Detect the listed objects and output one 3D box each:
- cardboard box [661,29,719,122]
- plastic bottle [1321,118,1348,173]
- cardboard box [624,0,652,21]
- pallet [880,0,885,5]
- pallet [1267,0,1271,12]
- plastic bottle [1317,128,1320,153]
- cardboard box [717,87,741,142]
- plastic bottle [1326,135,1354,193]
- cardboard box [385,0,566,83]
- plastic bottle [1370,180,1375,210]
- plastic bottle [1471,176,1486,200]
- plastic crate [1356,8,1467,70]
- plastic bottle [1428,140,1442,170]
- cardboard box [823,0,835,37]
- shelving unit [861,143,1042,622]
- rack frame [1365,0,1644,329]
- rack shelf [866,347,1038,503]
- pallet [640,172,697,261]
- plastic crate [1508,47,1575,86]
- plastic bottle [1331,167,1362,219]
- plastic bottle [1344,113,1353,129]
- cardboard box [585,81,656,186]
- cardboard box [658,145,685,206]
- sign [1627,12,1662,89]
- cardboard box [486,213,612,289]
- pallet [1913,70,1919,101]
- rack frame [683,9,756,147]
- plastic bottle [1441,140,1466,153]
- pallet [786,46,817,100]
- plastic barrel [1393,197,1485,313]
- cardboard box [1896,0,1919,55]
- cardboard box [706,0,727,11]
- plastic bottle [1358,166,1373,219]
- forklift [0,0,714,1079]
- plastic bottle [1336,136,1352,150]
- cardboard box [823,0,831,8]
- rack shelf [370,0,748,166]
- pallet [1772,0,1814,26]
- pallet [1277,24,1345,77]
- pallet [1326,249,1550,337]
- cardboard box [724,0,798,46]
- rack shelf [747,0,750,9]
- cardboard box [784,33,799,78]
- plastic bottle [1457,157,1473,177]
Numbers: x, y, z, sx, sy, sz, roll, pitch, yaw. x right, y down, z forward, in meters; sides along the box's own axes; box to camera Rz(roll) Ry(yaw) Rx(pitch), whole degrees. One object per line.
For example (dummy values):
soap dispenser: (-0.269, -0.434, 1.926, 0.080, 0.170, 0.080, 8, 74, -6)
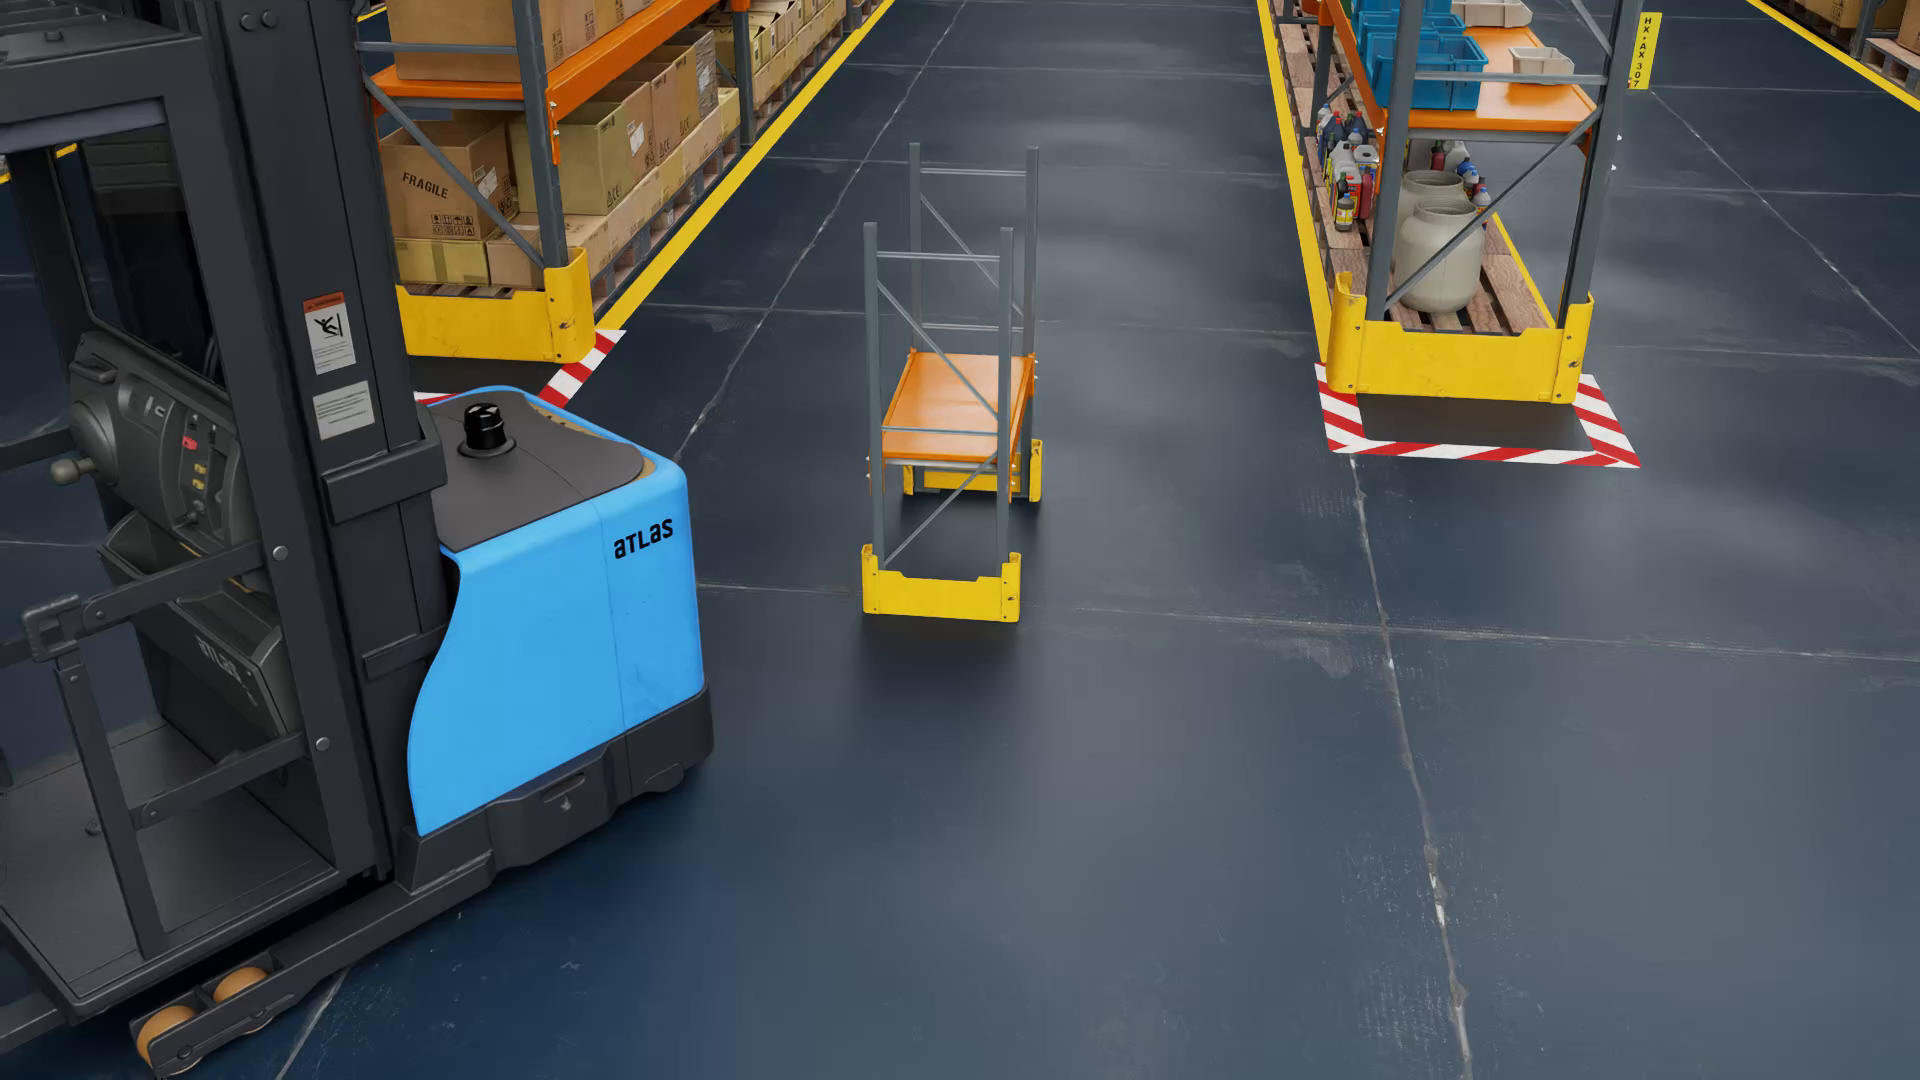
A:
cardboard box: (-1.905, -3.057, 10.926, 0.500, 0.500, 0.500, 3, 28, 6)
plastic bottle: (2.389, -2.511, 10.577, 0.144, 0.351, 0.185, 2, 28, 4)
cardboard box: (-2.226, -3.327, 9.657, 0.700, 0.500, 0.500, 4, 29, 8)
pallet: (-1.221, -5.795, 17.284, 1.003, 0.211, 1.213, 3, 28, 6)
pallet: (3.621, -5.529, 16.791, 1.003, 0.211, 1.213, 3, 28, 6)
plastic bottle: (2.424, -2.670, 11.029, 0.097, 0.201, 0.097, 0, 28, 0)
cardboard box: (-1.832, -2.961, 11.540, 0.500, 0.250, 0.500, 3, 28, 6)
plastic bottle: (2.337, -2.311, 10.206, 0.144, 0.351, 0.185, 3, 28, 6)
cardboard box: (-2.413, -2.598, 8.304, 0.700, 0.500, 0.500, 3, 28, 6)
plastic bottle: (2.424, -2.081, 9.936, 0.097, 0.201, 0.097, 0, 28, 0)
plastic bottle: (3.010, -1.984, 9.670, 0.061, 0.283, 0.133, 4, 29, 7)
plastic crate: (2.283, -2.538, 8.455, 0.499, 0.251, 0.408, 3, 28, 6)
plastic bottle: (2.962, -2.357, 10.363, 0.061, 0.283, 0.133, 3, 28, 6)
cardboard box: (-1.384, -4.570, 14.527, 0.500, 0.250, 0.500, 3, 28, 6)
shelving unit: (-0.009, -0.624, 6.328, 0.587, 1.500, 1.083, 3, 28, 6)
rack frame: (2.433, -2.045, 7.384, 1.000, 3.000, 0.127, 3, 28, 6)
rack shelf: (-0.010, -0.462, 6.405, 0.538, 0.185, 1.000, 3, 28, 6)
pallet: (-2.278, -2.042, 10.318, 1.003, 0.211, 1.213, 3, 28, 6)
plastic crate: (2.862, -2.332, 8.193, 0.298, 0.136, 0.250, 3, 28, 6)
plastic bottle: (2.281, -2.047, 9.794, 0.152, 0.276, 0.135, 4, 29, 7)
plastic bottle: (2.542, -2.642, 10.891, 0.061, 0.283, 0.133, 3, 28, 6)
cardboard box: (-2.088, -2.350, 9.616, 0.500, 0.500, 0.500, 3, 28, 6)
cardboard box: (-2.011, -2.255, 10.229, 0.500, 0.250, 0.500, 3, 28, 6)
sign: (2.979, -2.133, 7.255, 0.100, 0.325, 0.005, 3, 28, 6)
cardboard box: (-2.196, -1.549, 8.918, 0.500, 0.250, 0.500, 3, 28, 6)
pallet: (8.080, -3.355, 12.755, 1.003, 0.211, 1.213, 3, 28, 6)
rack frame: (-1.992, -4.218, 11.416, 1.000, 3.000, 0.127, 3, 28, 6)
plastic bottle: (3.067, -2.393, 10.359, 0.144, 0.351, 0.185, 3, 28, 6)
pallet: (-1.794, -3.915, 13.794, 1.003, 0.211, 1.213, 3, 28, 6)
plastic barrel: (2.438, -1.449, 8.457, 0.421, 0.512, 0.421, 0, 28, 0)
cardboard box: (8.267, -4.300, 13.740, 0.700, 0.500, 0.500, 2, 28, 4)
cardboard box: (-2.106, -4.126, 13.112, 0.500, 0.311, 0.500, 3, 28, 6)
plastic bottle: (2.387, -2.044, 9.782, 0.061, 0.283, 0.133, 3, 28, 6)
forklift: (-2.166, -0.208, 4.045, 1.130, 2.935, 3.031, 24, 36, 37)
plastic bottle: (2.409, -2.405, 10.463, 0.097, 0.271, 0.097, 0, 28, 0)
cardboard box: (-1.379, -4.816, 14.392, 0.500, 0.311, 0.500, 3, 28, 5)
rack shelf: (-2.237, -2.960, 9.839, 1.077, 0.370, 4.000, 3, 28, 6)
pallet: (8.652, -5.235, 16.244, 1.003, 0.211, 1.213, 3, 28, 6)
pallet: (3.280, -4.221, 14.362, 1.003, 0.211, 1.213, 3, 28, 6)
pallet: (2.501, -1.238, 8.826, 1.003, 0.211, 1.213, 3, 28, 6)
cardboard box: (-1.566, -4.098, 13.059, 0.500, 0.311, 0.500, 2, 28, 5)
rack shelf: (-1.747, -4.842, 13.334, 1.077, 0.370, 4.000, 3, 28, 6)
cardboard box: (-1.572, -3.852, 13.194, 0.500, 0.250, 0.500, 3, 28, 5)
plastic bottle: (3.044, -2.177, 10.041, 0.097, 0.271, 0.097, 0, 28, 0)
